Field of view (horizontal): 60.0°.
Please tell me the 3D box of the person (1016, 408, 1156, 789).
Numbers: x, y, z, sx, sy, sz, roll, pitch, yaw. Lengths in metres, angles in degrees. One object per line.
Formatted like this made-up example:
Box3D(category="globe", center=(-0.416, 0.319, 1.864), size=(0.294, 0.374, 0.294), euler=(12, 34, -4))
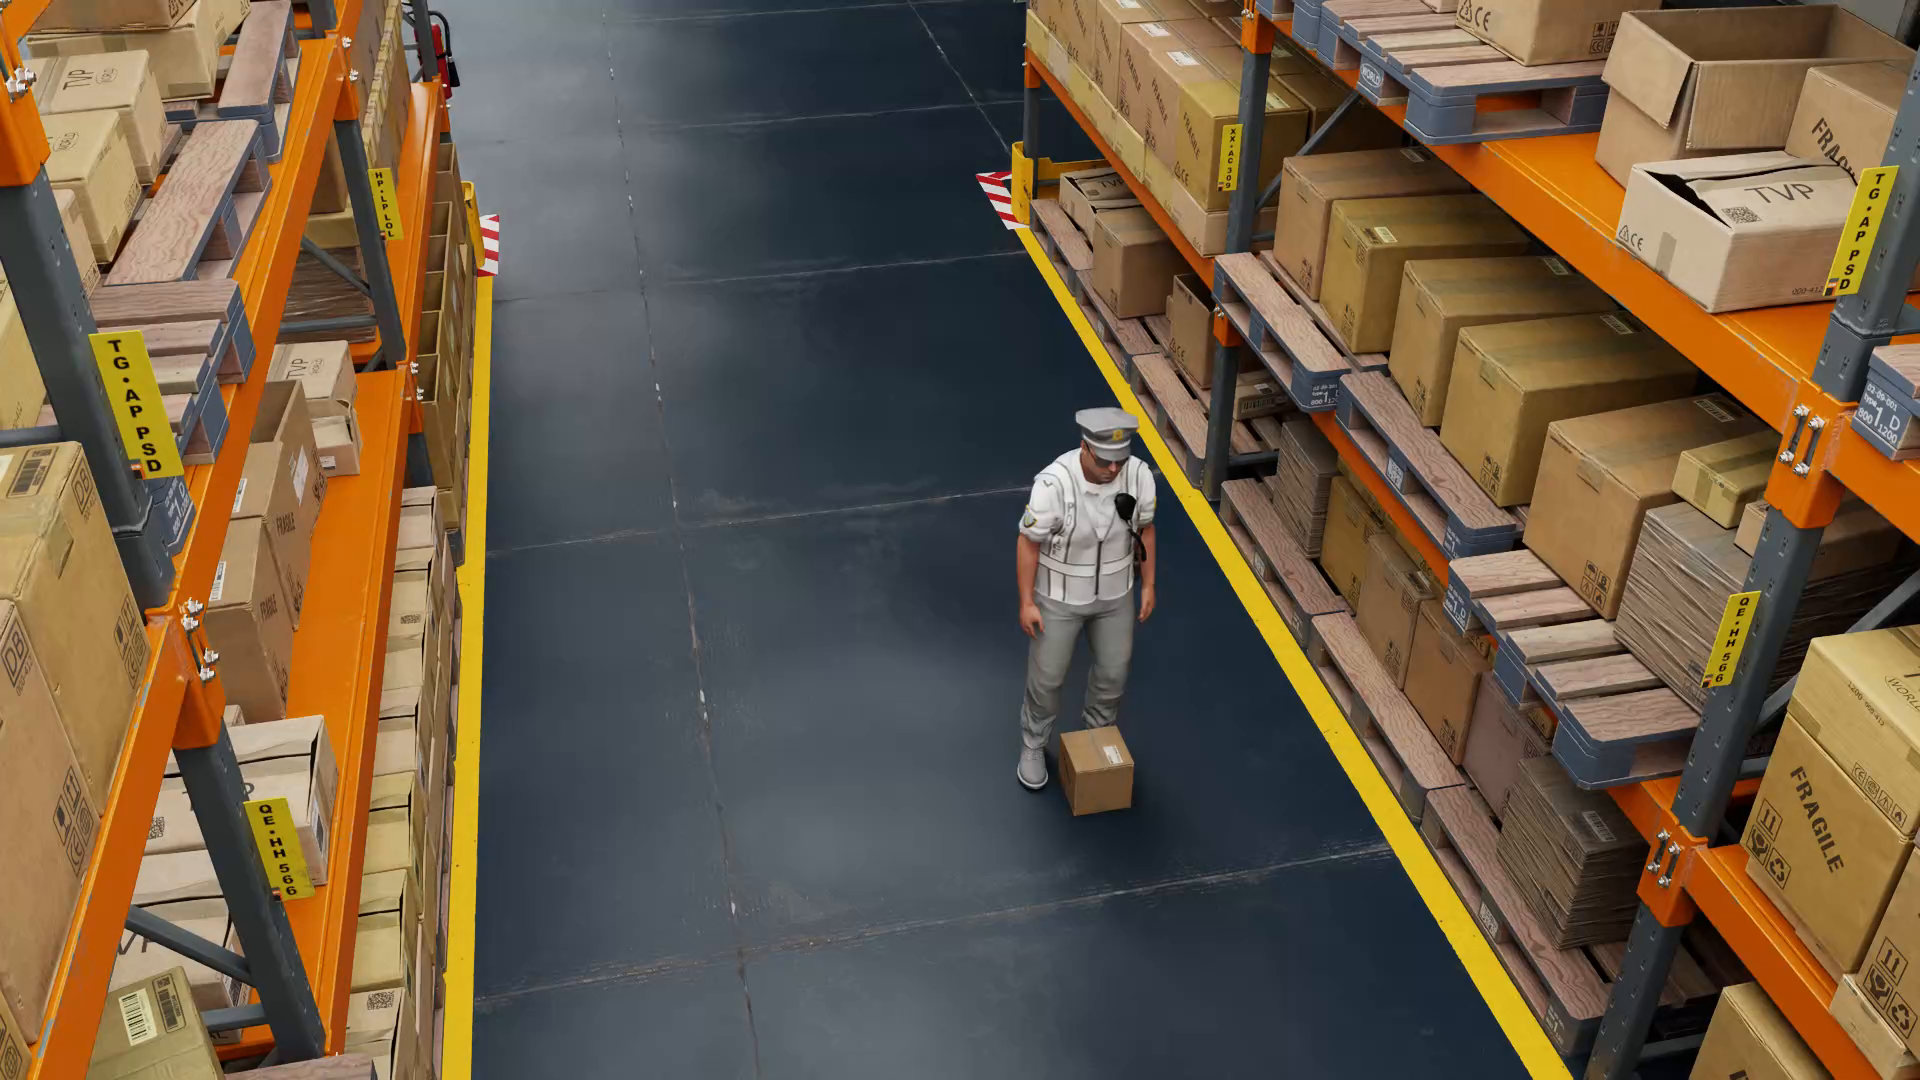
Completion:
Box3D(category="person", center=(0.512, 0.205, 6.833), size=(0.599, 1.748, 0.431), euler=(-8, 35, -12))
